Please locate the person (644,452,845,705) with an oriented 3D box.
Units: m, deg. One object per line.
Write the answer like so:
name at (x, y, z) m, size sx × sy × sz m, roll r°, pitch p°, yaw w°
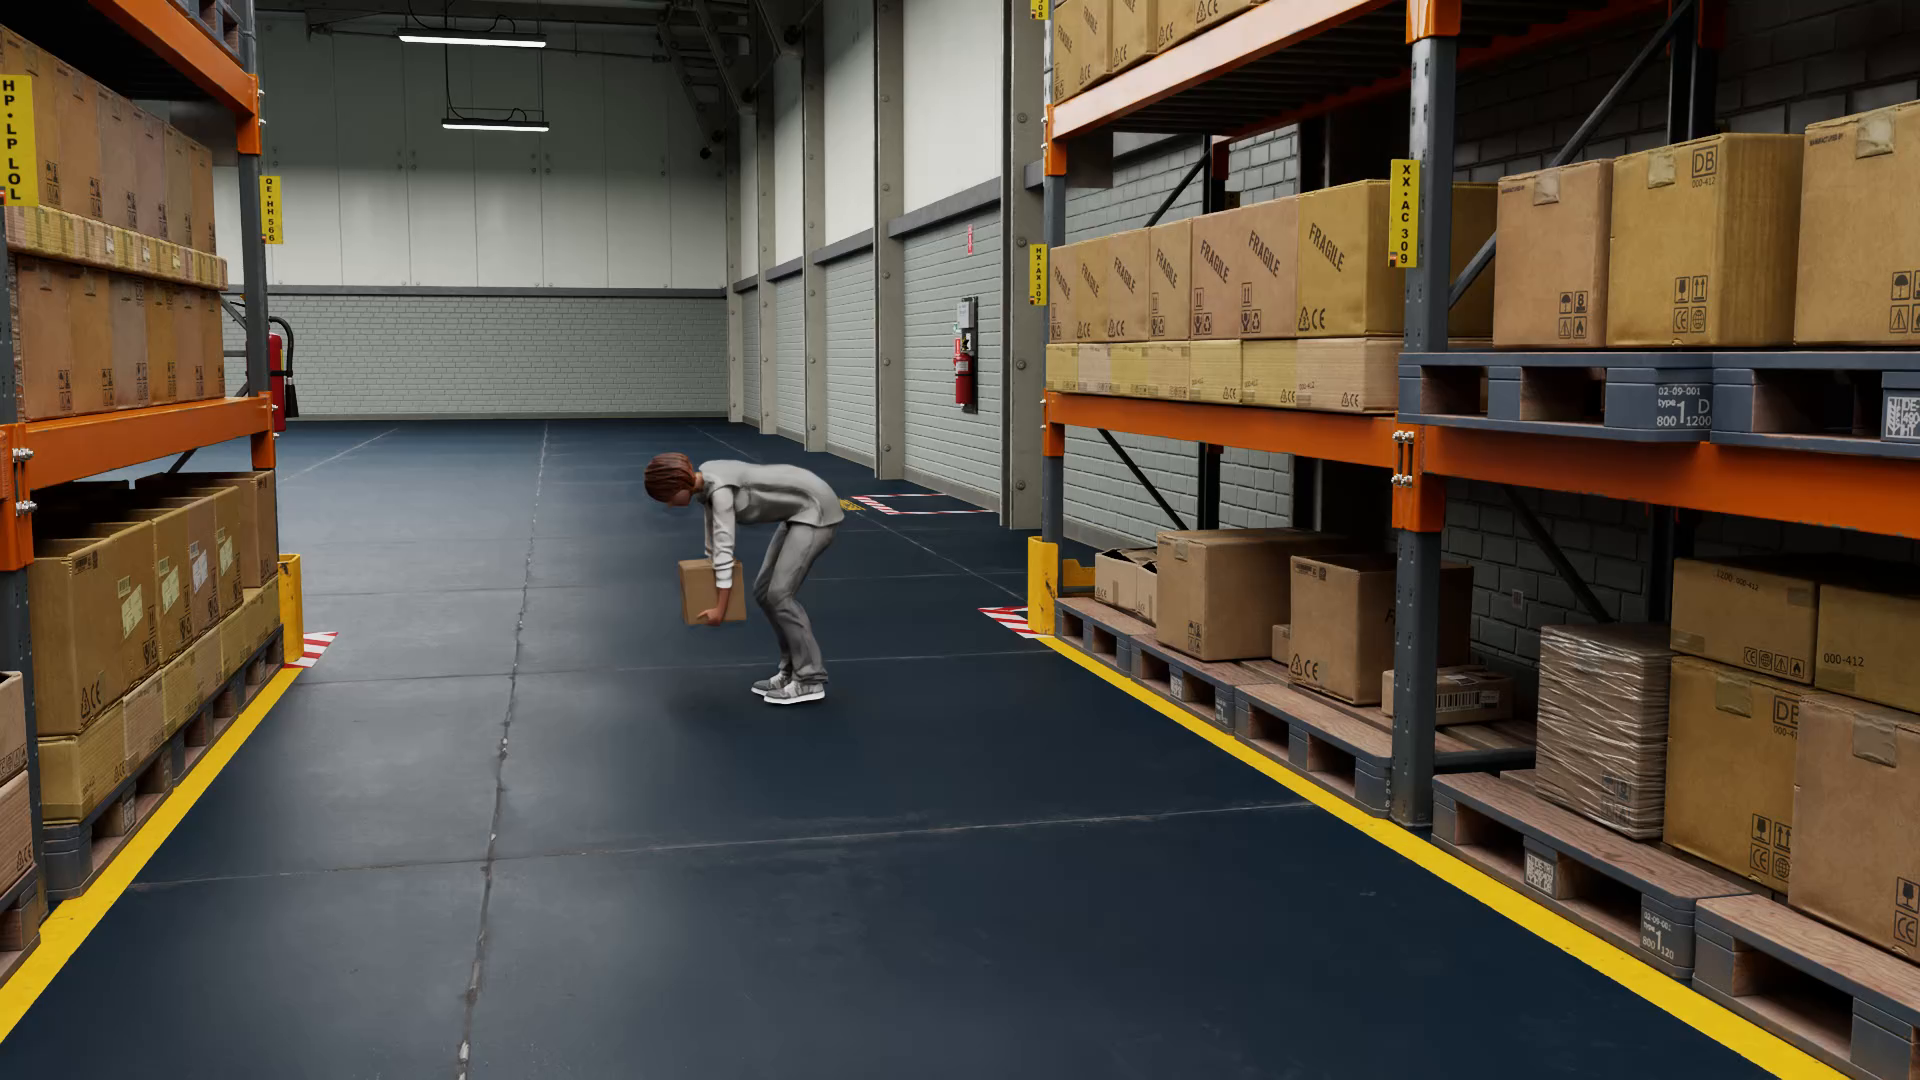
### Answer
person at (-0.929, 0.164, 7.218) m, size 0.858 × 1.088 × 0.384 m, roll -2°, pitch 7°, yaw -15°
